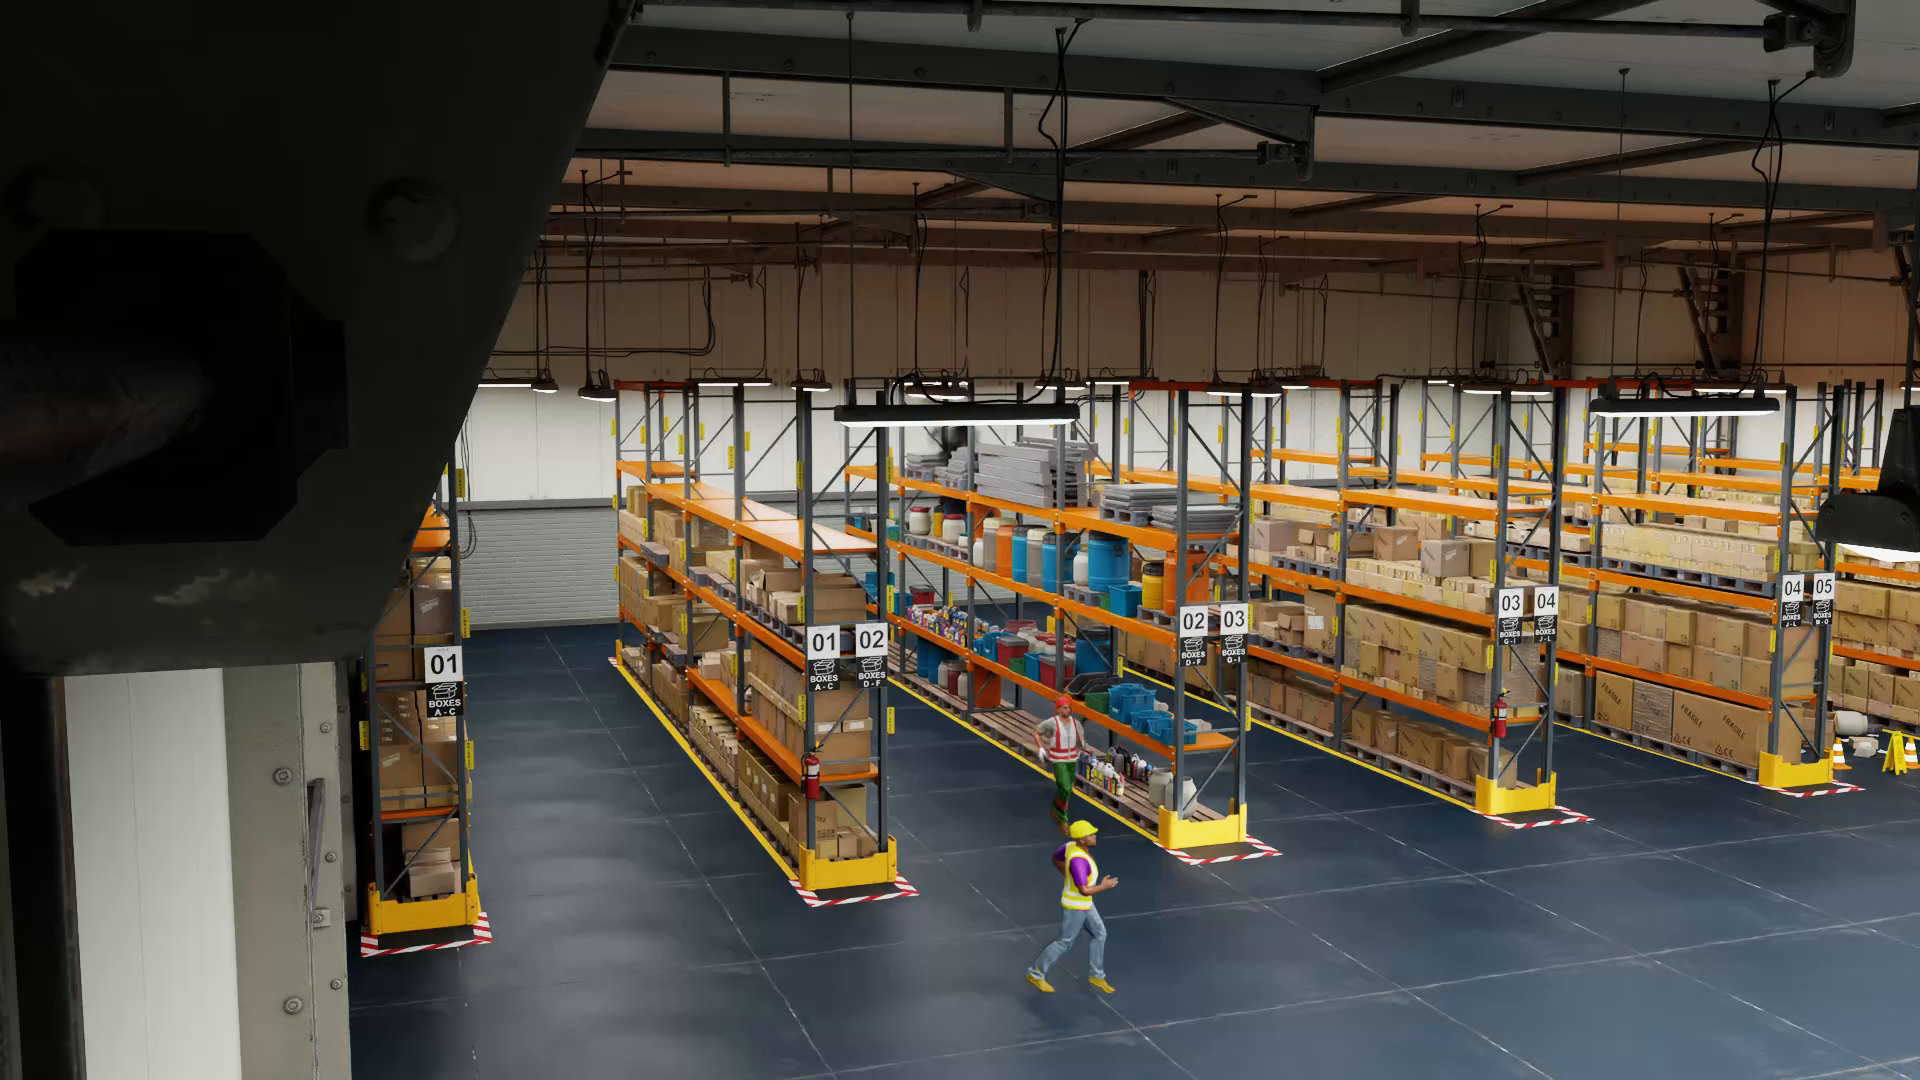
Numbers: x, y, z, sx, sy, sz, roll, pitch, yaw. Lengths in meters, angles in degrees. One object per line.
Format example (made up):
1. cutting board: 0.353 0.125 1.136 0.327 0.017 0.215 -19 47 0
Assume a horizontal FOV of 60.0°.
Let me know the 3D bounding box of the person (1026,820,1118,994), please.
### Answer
1. person: 1.126 3.693 16.690 0.911 1.812 0.711 1 6 5

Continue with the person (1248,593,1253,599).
1. person: 6.201 1.699 35.963 0.603 1.654 0.543 -3 7 -23

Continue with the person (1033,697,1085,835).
1. person: 1.401 3.050 22.645 0.646 1.847 0.777 -4 7 -32
